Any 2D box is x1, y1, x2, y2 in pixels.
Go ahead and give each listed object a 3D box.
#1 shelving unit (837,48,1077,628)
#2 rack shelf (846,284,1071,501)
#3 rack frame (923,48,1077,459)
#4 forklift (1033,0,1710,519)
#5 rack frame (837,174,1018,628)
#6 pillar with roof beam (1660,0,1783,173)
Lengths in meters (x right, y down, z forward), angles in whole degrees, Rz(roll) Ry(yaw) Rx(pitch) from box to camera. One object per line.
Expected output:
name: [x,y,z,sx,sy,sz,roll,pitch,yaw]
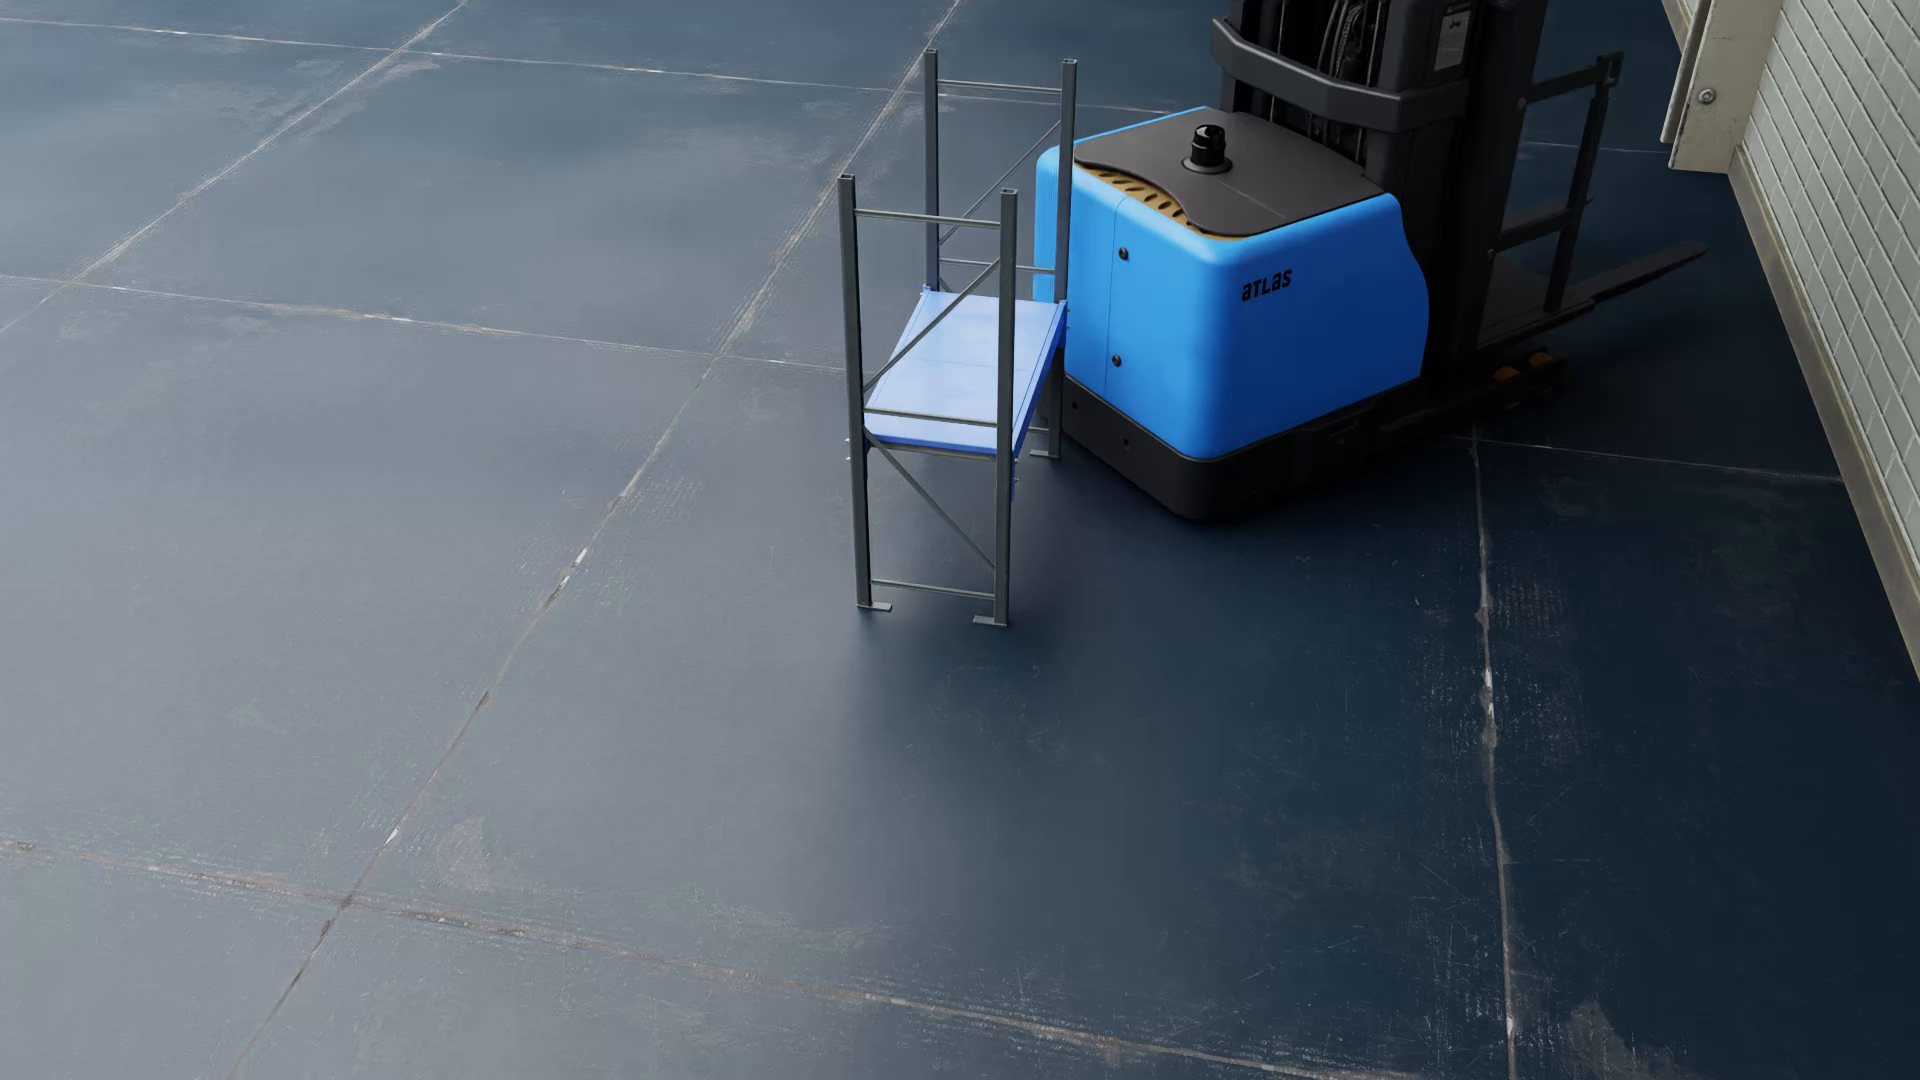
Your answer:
shelving unit: [0.018,-0.656,5.377,0.538,1.500,1.048,7,37,10]
rack shelf: [0.018,-0.511,5.483,0.538,0.185,1.000,7,37,10]
rack frame: [0.127,-0.948,5.779,0.500,1.500,0.032,7,37,10]
forklift: [1.761,-1.925,5.909,3.031,2.935,1.130,-22,41,-27]
rack frame: [-0.090,-0.365,4.975,0.500,1.500,0.032,7,37,10]
pillar with roof beam: [-0.466,-6.134,6.545,9.100,9.000,0.400,7,37,10]
